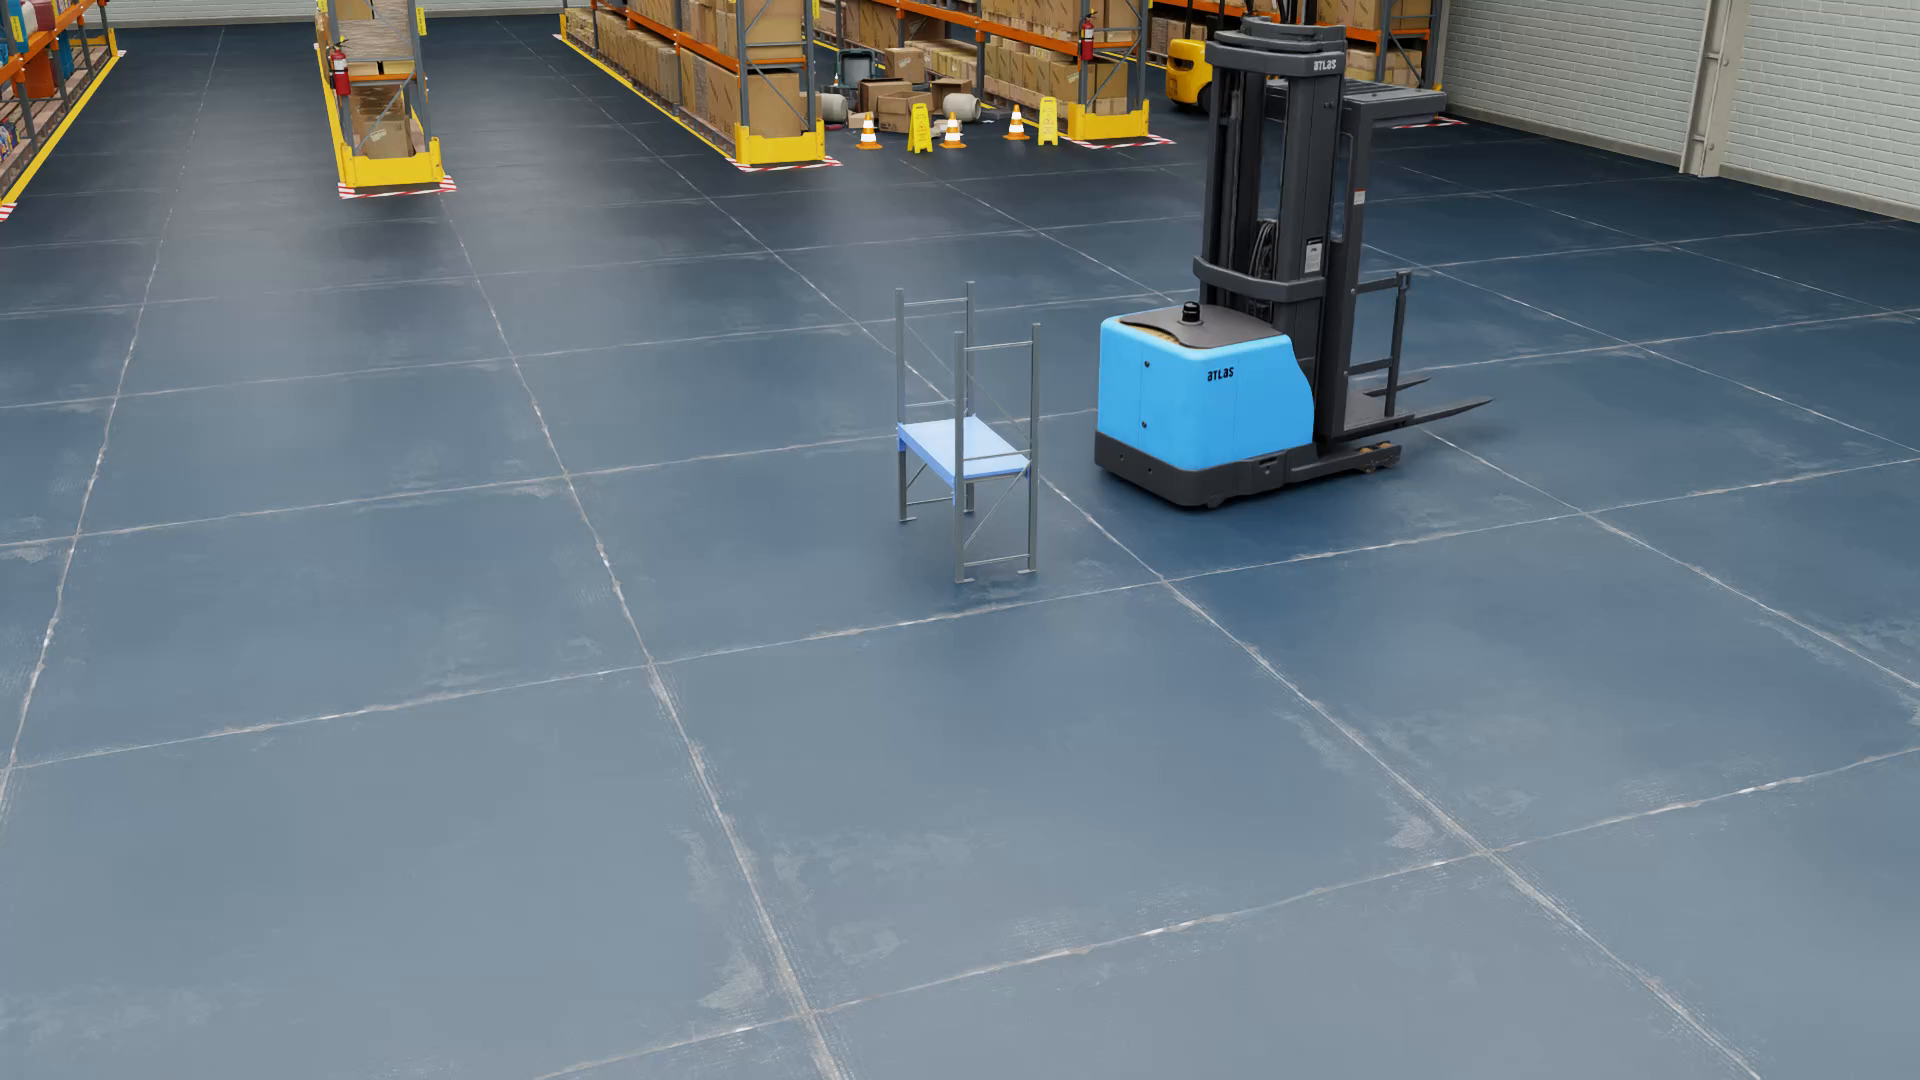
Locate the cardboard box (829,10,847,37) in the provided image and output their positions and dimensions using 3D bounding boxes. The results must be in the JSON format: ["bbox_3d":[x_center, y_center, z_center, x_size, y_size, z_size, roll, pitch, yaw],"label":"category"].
[{"bbox_3d":[-2.185,-10.839,34.863,0.875,0.438,0.875,-9,24,-20],"label":"cardboard box"}]

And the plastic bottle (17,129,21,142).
[{"bbox_3d":[-12.722,-5.462,22.382,0.097,0.201,0.097,0,23,0],"label":"plastic bottle"}]

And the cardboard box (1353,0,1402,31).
[{"bbox_3d":[6.399,-8.094,25.464,0.500,0.500,0.500,-9,24,-20],"label":"cardboard box"}]

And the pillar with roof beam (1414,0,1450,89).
[{"bbox_3d":[3.388,-10.456,23.472,9.100,9.000,0.400,-8,24,-19],"label":"pillar with roof beam"}]

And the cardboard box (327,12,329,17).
[{"bbox_3d":[-7.703,-6.854,20.851,0.500,0.500,0.500,-8,24,-19],"label":"cardboard box"}]

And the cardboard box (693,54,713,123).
[{"bbox_3d":[-3.354,-6.610,24.266,0.875,0.875,0.875,-8,24,-19],"label":"cardboard box"}]

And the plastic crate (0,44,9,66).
[{"bbox_3d":[-12.497,-6.204,21.299,0.499,0.251,0.616,-8,24,-19],"label":"plastic crate"}]

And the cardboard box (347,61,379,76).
[{"bbox_3d":[-7.389,-5.823,20.527,0.380,0.149,0.250,-8,24,-19],"label":"cardboard box"}]

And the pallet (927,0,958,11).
[{"bbox_3d":[0.087,-9.328,28.766,1.003,0.211,1.213,-8,24,-19],"label":"pallet"}]

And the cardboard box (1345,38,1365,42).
[{"bbox_3d":[6.304,-8.045,27.187,0.500,0.250,0.500,-9,24,-20],"label":"cardboard box"}]

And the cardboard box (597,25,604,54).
[{"bbox_3d":[-6.646,-9.604,31.853,0.500,0.500,0.500,-7,24,-17],"label":"cardboard box"}]

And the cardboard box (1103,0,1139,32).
[{"bbox_3d":[2.268,-7.617,23.947,0.500,0.500,0.500,-9,24,-20],"label":"cardboard box"}]

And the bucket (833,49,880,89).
[{"bbox_3d":[-1.627,-7.420,26.249,0.726,0.611,0.620,0,13,-1],"label":"bucket"}]

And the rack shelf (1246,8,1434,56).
[{"bbox_3d":[6.112,-8.301,27.009,1.077,0.370,4.000,-8,24,-19],"label":"rack shelf"}]

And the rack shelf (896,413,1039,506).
[{"bbox_3d":[0.030,-0.494,9.955,0.538,0.185,1.000,-8,24,-19],"label":"rack shelf"}]

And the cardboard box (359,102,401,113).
[{"bbox_3d":[-7.747,-5.577,22.297,0.500,0.500,0.500,-6,24,-14],"label":"cardboard box"}]

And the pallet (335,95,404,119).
[{"bbox_3d":[-9.219,-6.759,26.014,1.003,0.211,1.213,-8,24,-19],"label":"pallet"}]

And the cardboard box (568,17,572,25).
[{"bbox_3d":[-8.083,-11.005,35.245,0.380,0.149,0.250,-8,24,-19],"label":"cardboard box"}]

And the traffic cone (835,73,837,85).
[{"bbox_3d":[-2.023,-7.734,28.004,0.336,0.463,0.334,-8,24,-19],"label":"traffic cone"}]

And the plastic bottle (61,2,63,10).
[{"bbox_3d":[-15.105,-8.950,27.880,0.097,0.201,0.097,0,23,0],"label":"plastic bottle"}]

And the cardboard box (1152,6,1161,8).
[{"bbox_3d":[3.859,-10.676,33.561,0.380,0.149,0.250,-10,25,-21],"label":"cardboard box"}]

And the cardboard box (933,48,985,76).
[{"bbox_3d":[0.071,-8.363,29.072,0.950,0.372,0.625,-8,24,-17],"label":"cardboard box"}]

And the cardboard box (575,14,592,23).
[{"bbox_3d":[-7.721,-10.762,34.287,0.380,0.149,0.250,-8,24,-18],"label":"cardboard box"}]

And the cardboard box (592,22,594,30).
[{"bbox_3d":[-7.028,-10.115,32.751,0.380,0.149,0.250,-8,24,-17],"label":"cardboard box"}]

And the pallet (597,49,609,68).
[{"bbox_3d":[-6.382,-9.300,32.043,1.003,0.211,1.213,-8,24,-19],"label":"pallet"}]

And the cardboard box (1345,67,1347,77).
[{"bbox_3d":[6.187,-7.380,26.254,0.500,0.250,0.500,-9,24,-20],"label":"cardboard box"}]

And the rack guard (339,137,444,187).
[{"bbox_3d":[-7.122,-4.739,20.851,1.175,0.500,0.348,-8,24,-19],"label":"rack guard"}]

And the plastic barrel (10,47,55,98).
[{"bbox_3d":[-14.744,-7.460,26.340,0.600,0.830,0.708,-8,24,-19],"label":"plastic barrel"}]

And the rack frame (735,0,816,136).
[{"bbox_3d":[-2.419,-6.507,21.827,1.000,3.000,0.127,-8,24,-19],"label":"rack frame"}]

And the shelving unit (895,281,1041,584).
[{"bbox_3d":[0.030,-0.660,9.885,0.538,1.500,1.048,-8,24,-19],"label":"shelving unit"}]

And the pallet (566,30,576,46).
[{"bbox_3d":[-7.791,-10.708,35.385,1.003,0.211,1.213,-8,24,-19],"label":"pallet"}]

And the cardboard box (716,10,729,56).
[{"bbox_3d":[-2.807,-6.902,22.570,0.875,0.550,0.550,-8,24,-19],"label":"cardboard box"}]

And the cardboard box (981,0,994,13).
[{"bbox_3d":[0.657,-8.662,26.427,0.500,0.500,0.500,-8,24,-19],"label":"cardboard box"}]

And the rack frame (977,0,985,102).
[{"bbox_3d":[0.763,-8.677,26.974,1.000,3.000,0.127,-8,24,-19],"label":"rack frame"}]

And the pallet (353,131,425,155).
[{"bbox_3d":[-7.803,-5.349,22.669,1.003,0.211,1.213,-8,24,-19],"label":"pallet"}]

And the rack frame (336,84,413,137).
[{"bbox_3d":[-8.508,-7.317,23.748,1.000,3.000,0.127,-8,24,-19],"label":"rack frame"}]

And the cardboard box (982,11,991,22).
[{"bbox_3d":[0.574,-8.402,26.647,0.380,0.149,0.250,-8,24,-19],"label":"cardboard box"}]

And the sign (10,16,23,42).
[{"bbox_3d":[-12.623,-6.836,22.251,0.100,0.325,0.005,-8,24,-19],"label":"sign"}]

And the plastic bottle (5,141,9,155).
[{"bbox_3d":[-12.342,-5.070,21.454,0.097,0.201,0.097,0,23,0],"label":"plastic bottle"}]

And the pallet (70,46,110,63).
[{"bbox_3d":[-17.126,-9.408,32.299,1.003,0.211,1.213,-8,24,-19],"label":"pallet"}]

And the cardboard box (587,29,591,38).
[{"bbox_3d":[-7.174,-10.052,32.984,0.380,0.149,0.250,-10,25,-22],"label":"cardboard box"}]

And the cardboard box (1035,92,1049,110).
[{"bbox_3d":[1.463,-6.596,25.037,0.500,0.250,0.500,-8,24,-19],"label":"cardboard box"}]

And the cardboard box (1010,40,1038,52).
[{"bbox_3d":[0.988,-7.659,25.757,0.380,0.149,0.250,-7,24,-16],"label":"cardboard box"}]

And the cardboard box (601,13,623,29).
[{"bbox_3d":[-6.454,-9.757,31.249,0.500,0.250,0.500,-8,24,-18],"label":"cardboard box"}]

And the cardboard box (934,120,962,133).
[{"bbox_3d":[-0.177,-6.108,24.551,0.380,0.149,0.250,4,23,9],"label":"cardboard box"}]

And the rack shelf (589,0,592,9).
[{"bbox_3d":[-7.365,-11.263,34.036,1.077,0.370,4.000,-8,24,-19],"label":"rack shelf"}]

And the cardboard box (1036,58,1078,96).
[{"bbox_3d":[1.461,-6.940,24.887,0.500,0.500,0.500,-7,24,-17],"label":"cardboard box"}]

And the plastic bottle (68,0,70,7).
[{"bbox_3d":[-15.460,-9.315,28.745,0.097,0.201,0.097,0,23,0],"label":"plastic bottle"}]

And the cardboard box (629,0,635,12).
[{"bbox_3d":[-5.339,-9.260,28.229,0.500,0.500,0.500,-8,24,-18],"label":"cardboard box"}]

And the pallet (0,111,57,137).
[{"bbox_3d":[-13.890,-6.076,24.395,1.003,0.211,1.213,-8,24,-19],"label":"pallet"}]

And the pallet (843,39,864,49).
[{"bbox_3d":[-1.720,-10.028,33.772,1.003,0.211,1.213,-8,24,-19],"label":"pallet"}]

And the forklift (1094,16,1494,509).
[{"bbox_3d":[2.432,-1.968,11.145,3.031,2.935,1.130,-14,26,-29],"label":"forklift"}]
